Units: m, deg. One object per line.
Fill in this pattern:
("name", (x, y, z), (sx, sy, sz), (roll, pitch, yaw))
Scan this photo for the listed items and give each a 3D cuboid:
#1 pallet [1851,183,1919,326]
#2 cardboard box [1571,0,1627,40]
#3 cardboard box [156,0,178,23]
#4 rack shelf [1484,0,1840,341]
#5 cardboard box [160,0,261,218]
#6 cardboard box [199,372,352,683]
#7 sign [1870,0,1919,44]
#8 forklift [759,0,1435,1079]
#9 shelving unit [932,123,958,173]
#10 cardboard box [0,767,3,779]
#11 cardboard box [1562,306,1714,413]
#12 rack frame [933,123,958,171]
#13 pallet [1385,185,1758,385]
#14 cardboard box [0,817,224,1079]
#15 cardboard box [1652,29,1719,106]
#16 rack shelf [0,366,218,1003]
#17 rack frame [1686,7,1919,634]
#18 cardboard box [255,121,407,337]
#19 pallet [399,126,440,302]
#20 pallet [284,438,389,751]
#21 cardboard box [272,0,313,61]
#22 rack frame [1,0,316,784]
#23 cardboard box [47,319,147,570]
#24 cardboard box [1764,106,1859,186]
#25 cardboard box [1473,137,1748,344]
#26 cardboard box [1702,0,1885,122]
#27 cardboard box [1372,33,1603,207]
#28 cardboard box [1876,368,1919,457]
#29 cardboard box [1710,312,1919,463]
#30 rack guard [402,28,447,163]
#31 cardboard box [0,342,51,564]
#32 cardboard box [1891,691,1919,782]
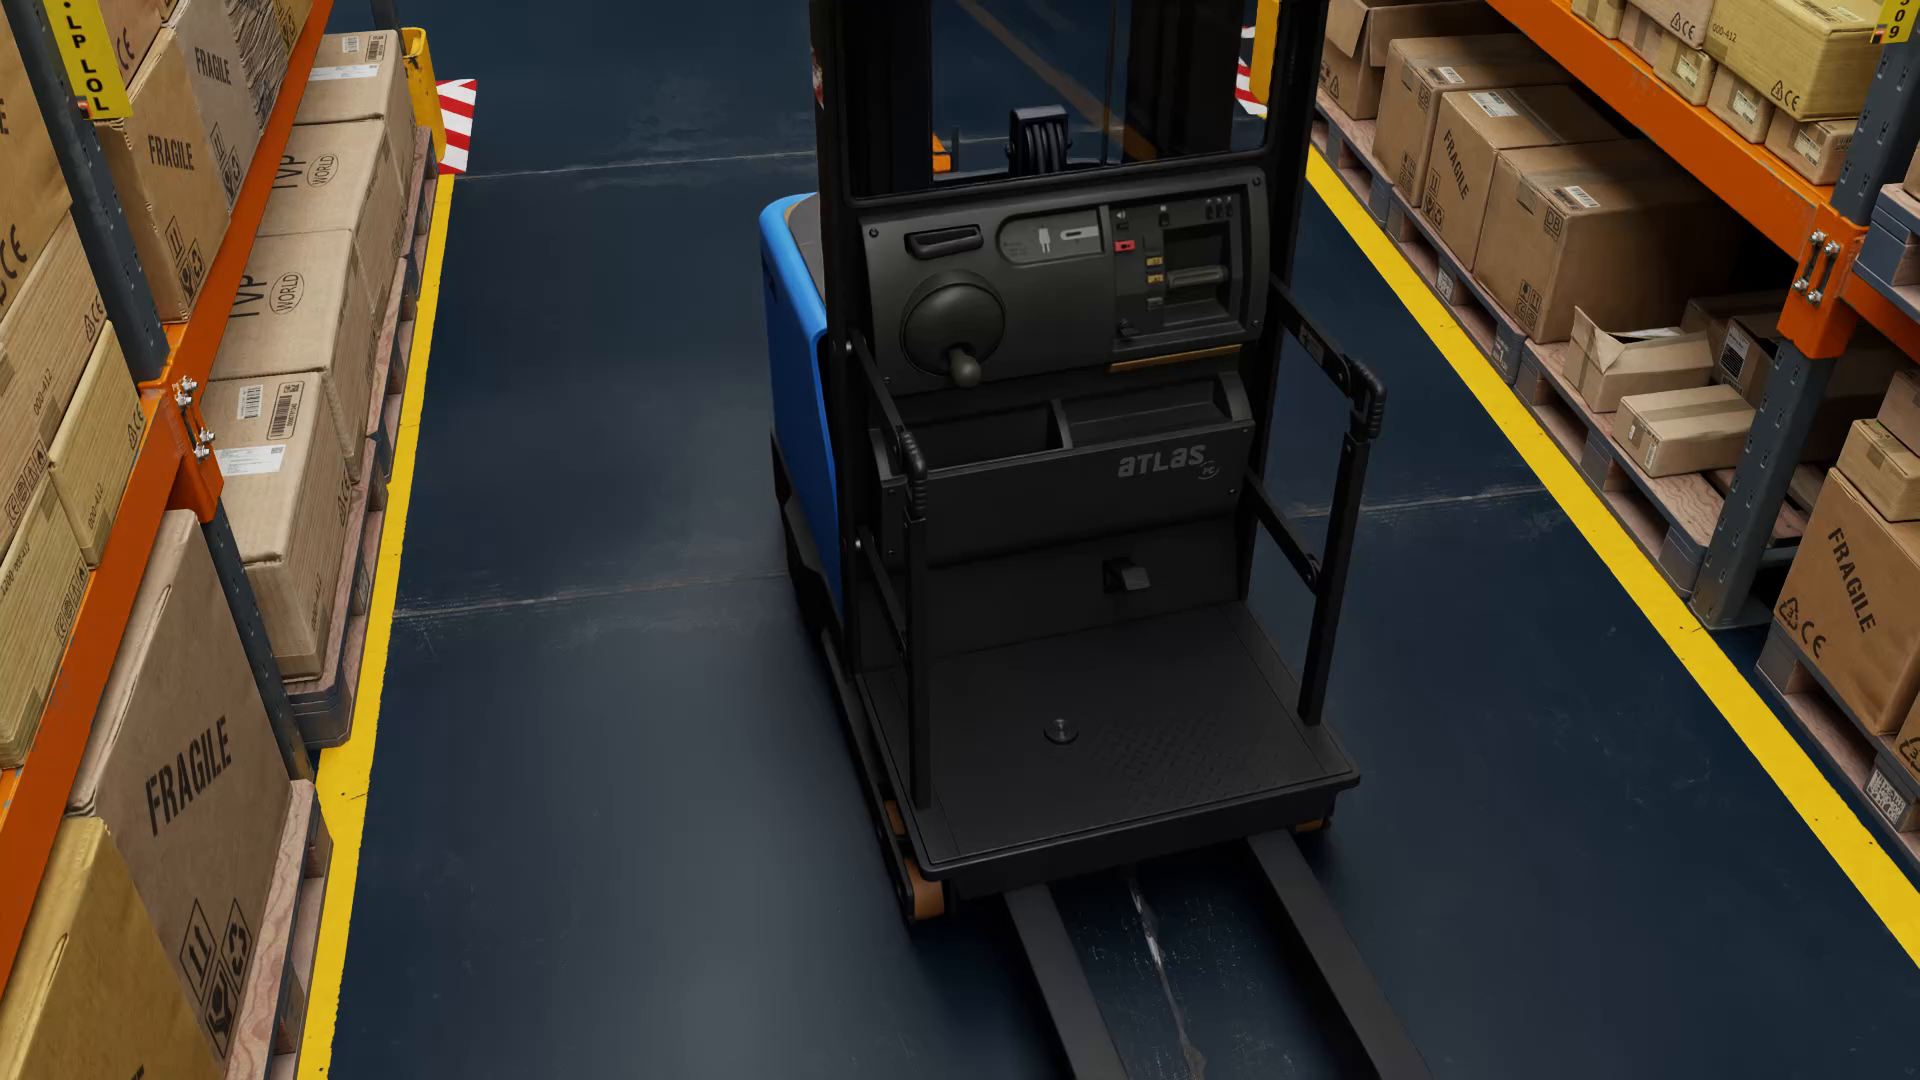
("pallet", (2.716, -0.430, 3.516), (1.003, 0.211, 1.213), (-6, 38, -8))
("cardboard box", (2.151, -1.689, 5.184), (0.380, 0.149, 0.250), (-7, 38, -9))
("cardboard box", (-2.130, -1.518, 3.863), (0.500, 0.500, 0.500), (-7, 38, -9))
("rack shelf", (2.333, -1.925, 5.869), (1.077, 0.370, 4.000), (-6, 38, -8))
("cardboard box", (-2.111, -1.120, 4.165), (0.500, 0.500, 0.500), (-6, 38, -8))
("cardboard box", (-2.207, -0.009, 4.563), (0.875, 0.438, 0.875), (-7, 38, -9))
("sign", (2.151, -1.280, 3.746), (0.100, 0.325, 0.005), (-6, 38, -8))
("forklift", (0.308, -0.504, 3.510), (1.130, 2.935, 3.031), (-10, 39, -13))
("shelving unit", (-0.190, -0.865, 5.386), (0.258, 1.200, 0.503), (-10, 39, -13))
("cardboard box", (-1.718, 0.453, 2.344), (0.500, 0.250, 0.500), (-7, 38, -9))
("cardboard box", (2.234, -0.607, 5.473), (0.396, 0.266, 0.258), (-5, 38, -6))
("rack frame", (-0.122, -0.721, 5.201), (0.240, 1.200, 0.015), (-10, 39, -13))
("pallet", (2.347, -1.053, 6.433), (1.003, 0.211, 1.213), (-6, 38, -8))
("cardboard box", (-1.849, 1.119, 2.754), (0.875, 0.875, 0.875), (-5, 38, -7))
("cardboard box", (2.243, -1.376, 4.781), (0.380, 0.149, 0.250), (-5, 38, -7))
("rack shelf", (-1.852, 1.028, 2.069), (1.077, 0.370, 4.000), (-6, 38, -8))
("rack frame", (2.684, -1.001, 4.093), (1.000, 3.000, 0.127), (-6, 38, -8))
("cardboard box", (-2.521, -1.095, 5.960), (0.875, 0.438, 0.875), (-5, 38, -7))
("pallet", (-2.687, -1.305, 6.758), (1.003, 0.211, 1.213), (-6, 38, -8))
("pallet", (-2.259, 0.169, 4.860), (1.003, 0.211, 1.213), (-6, 38, -8))
("cardboard box", (-2.282, -1.732, 4.953), (0.500, 0.500, 0.500), (-5, 38, -7))
("rack frame", (-2.203, -0.465, 3.403), (1.000, 3.000, 0.127), (-6, 38, -8))
("cardboard box", (-1.876, -0.161, 3.135), (0.500, 0.250, 0.500), (-7, 38, -9))
("cardboard box", (2.379, -1.067, 4.383), (0.380, 0.149, 0.250), (-6, 38, -7))
("cardboard box", (2.290, -1.068, 5.875), (0.700, 0.500, 0.500), (-8, 38, -10))
("cardboard box", (2.354, -1.340, 4.410), (0.500, 0.250, 0.500), (-5, 38, -7))
("cardboard box", (2.108, -1.695, 6.682), (0.700, 0.500, 0.500), (-5, 38, -6))
("cardboard box", (2.544, -0.314, 4.133), (0.380, 0.149, 0.250), (-7, 38, -9))
("cardboard box", (2.800, -0.529, 5.335), (0.500, 0.311, 0.500), (-5, 38, -6))
("rack guard", (-2.908, -1.908, 7.298), (1.175, 0.500, 0.348), (-6, 38, -8))
("cardboard box", (-1.791, -0.061, 2.599), (0.500, 0.250, 0.500), (-5, 38, -7))
("cardboard box", (2.650, 0.458, 3.911), (0.500, 0.500, 0.500), (-7, 38, -9))
